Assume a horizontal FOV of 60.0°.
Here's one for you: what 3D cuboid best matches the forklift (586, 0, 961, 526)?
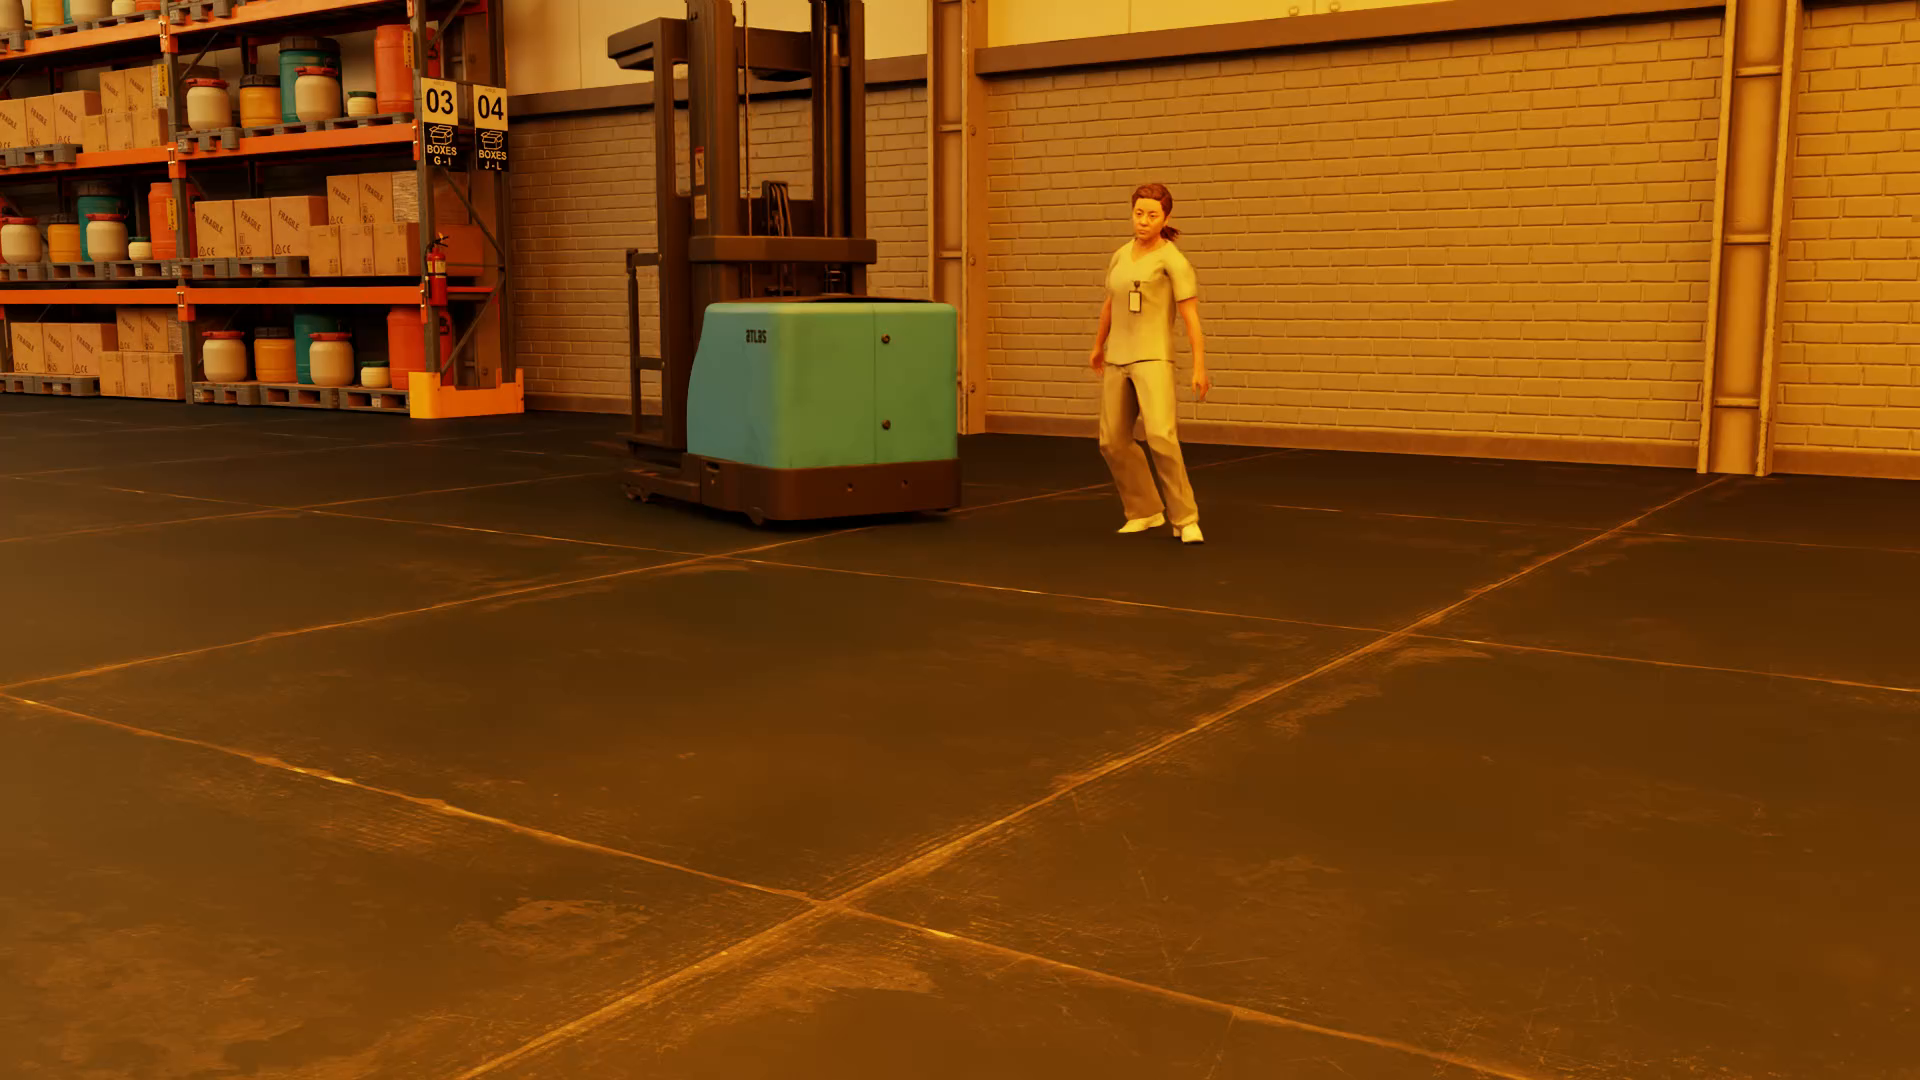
[{"bbox_3d":[-1.216,-1.683,9.031,1.130,2.935,3.031,-5,10,-32],"label":"forklift"}]

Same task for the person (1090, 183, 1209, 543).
[{"bbox_3d":[0.889,-0.805,7.708,0.463,1.651,0.801,-7,10,-39],"label":"person"}]
